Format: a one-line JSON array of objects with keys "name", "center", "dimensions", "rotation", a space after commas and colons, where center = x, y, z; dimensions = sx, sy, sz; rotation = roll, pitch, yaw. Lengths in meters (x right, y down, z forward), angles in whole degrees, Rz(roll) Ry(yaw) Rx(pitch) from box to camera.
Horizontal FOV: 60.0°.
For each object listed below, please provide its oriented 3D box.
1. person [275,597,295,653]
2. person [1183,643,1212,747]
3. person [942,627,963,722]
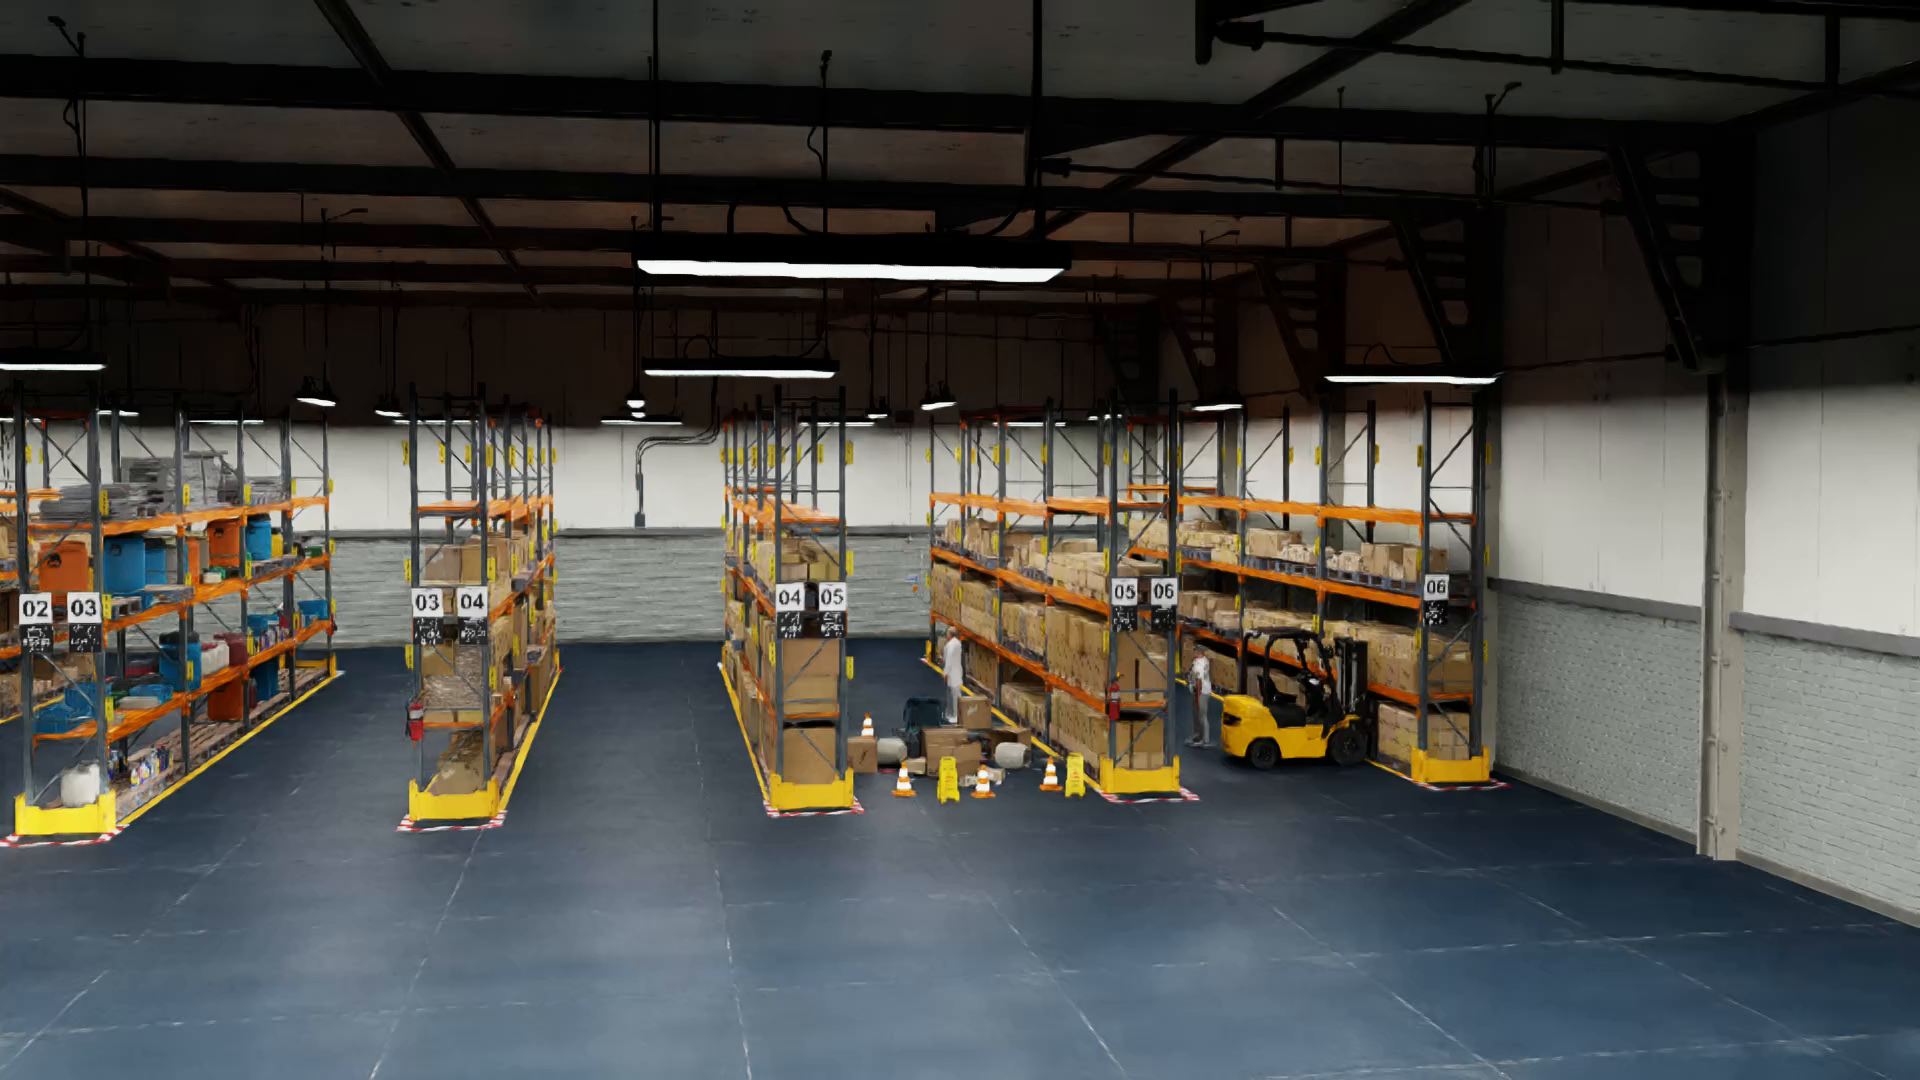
[{"name": "person", "center": [-16.103, 2.116, 39.432], "dimensions": [0.526, 1.779, 0.737], "rotation": [2, 4, 39]}, {"name": "person", "center": [4.083, 2.663, 28.645], "dimensions": [0.501, 1.758, 0.588], "rotation": [1, 3, 19]}, {"name": "person", "center": [-0.169, 2.562, 31.299], "dimensions": [0.641, 1.668, 0.693], "rotation": [1, 3, 14]}]
